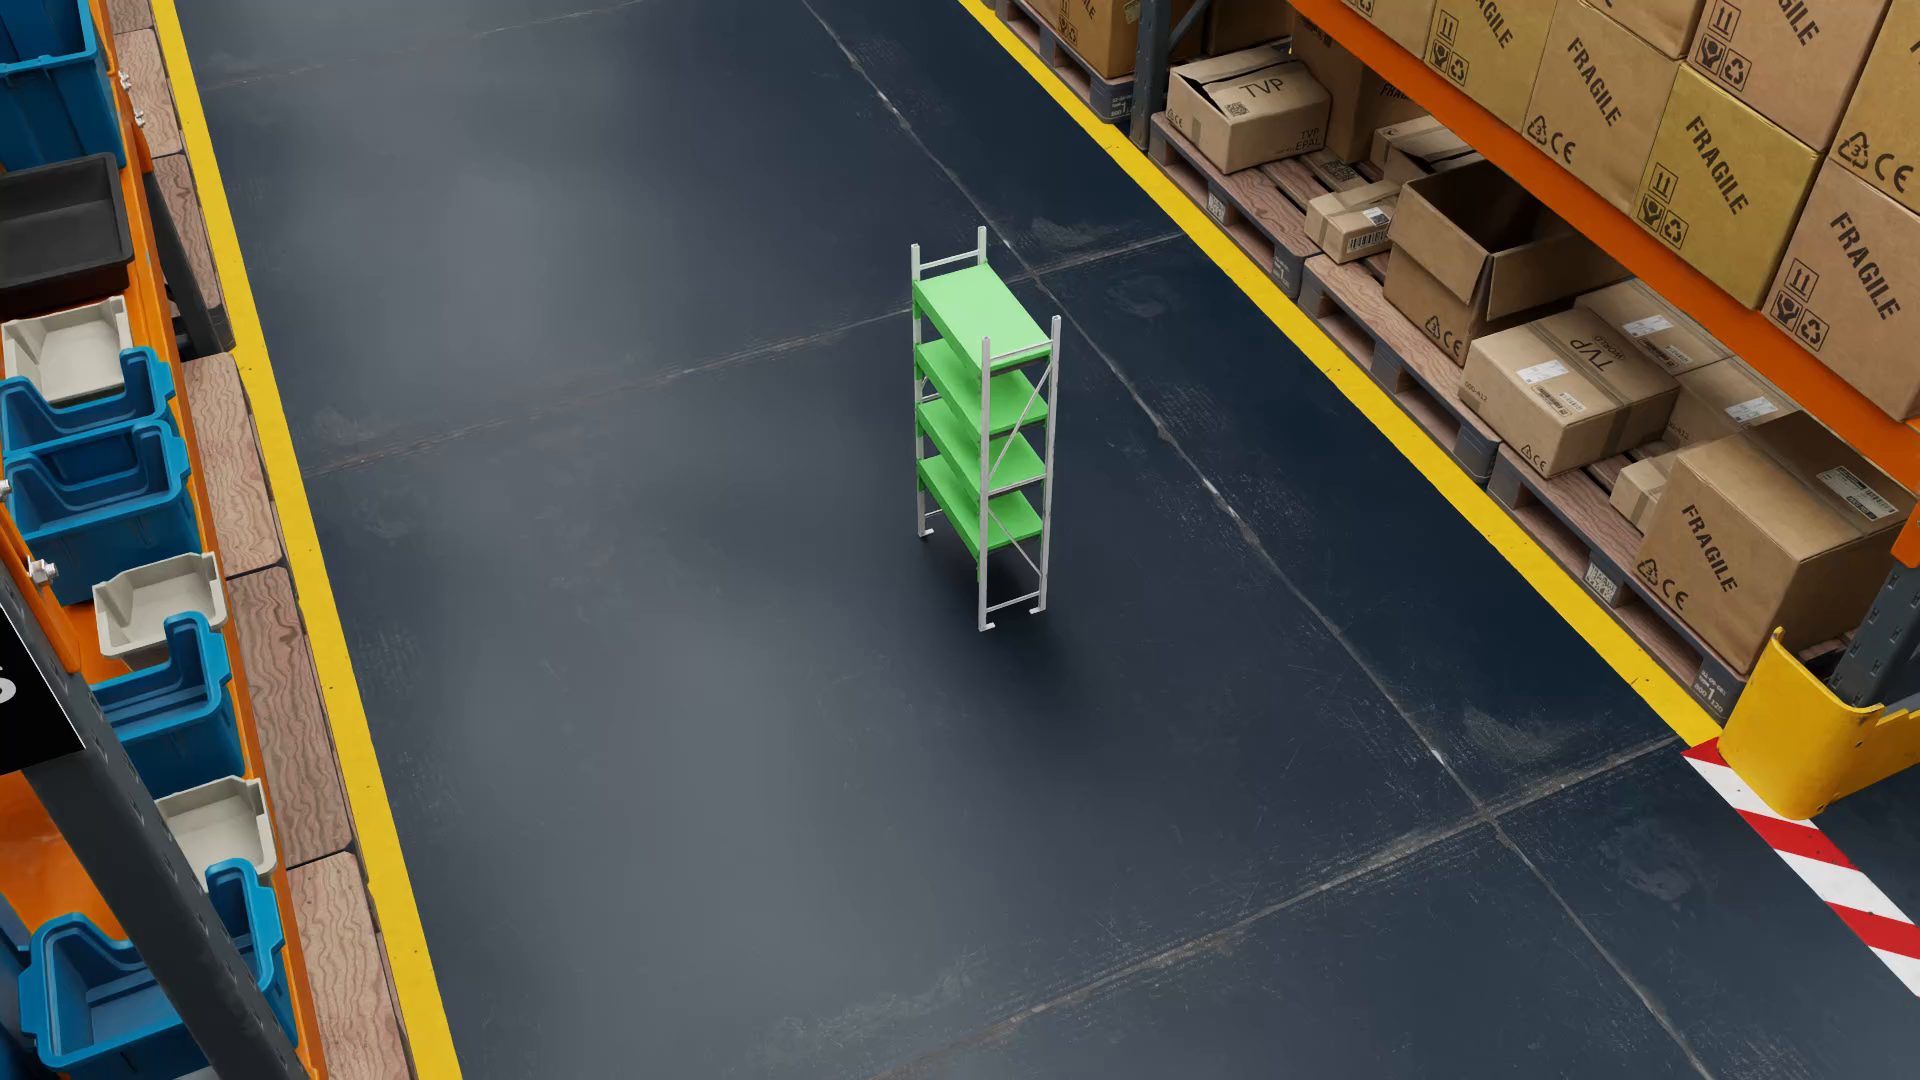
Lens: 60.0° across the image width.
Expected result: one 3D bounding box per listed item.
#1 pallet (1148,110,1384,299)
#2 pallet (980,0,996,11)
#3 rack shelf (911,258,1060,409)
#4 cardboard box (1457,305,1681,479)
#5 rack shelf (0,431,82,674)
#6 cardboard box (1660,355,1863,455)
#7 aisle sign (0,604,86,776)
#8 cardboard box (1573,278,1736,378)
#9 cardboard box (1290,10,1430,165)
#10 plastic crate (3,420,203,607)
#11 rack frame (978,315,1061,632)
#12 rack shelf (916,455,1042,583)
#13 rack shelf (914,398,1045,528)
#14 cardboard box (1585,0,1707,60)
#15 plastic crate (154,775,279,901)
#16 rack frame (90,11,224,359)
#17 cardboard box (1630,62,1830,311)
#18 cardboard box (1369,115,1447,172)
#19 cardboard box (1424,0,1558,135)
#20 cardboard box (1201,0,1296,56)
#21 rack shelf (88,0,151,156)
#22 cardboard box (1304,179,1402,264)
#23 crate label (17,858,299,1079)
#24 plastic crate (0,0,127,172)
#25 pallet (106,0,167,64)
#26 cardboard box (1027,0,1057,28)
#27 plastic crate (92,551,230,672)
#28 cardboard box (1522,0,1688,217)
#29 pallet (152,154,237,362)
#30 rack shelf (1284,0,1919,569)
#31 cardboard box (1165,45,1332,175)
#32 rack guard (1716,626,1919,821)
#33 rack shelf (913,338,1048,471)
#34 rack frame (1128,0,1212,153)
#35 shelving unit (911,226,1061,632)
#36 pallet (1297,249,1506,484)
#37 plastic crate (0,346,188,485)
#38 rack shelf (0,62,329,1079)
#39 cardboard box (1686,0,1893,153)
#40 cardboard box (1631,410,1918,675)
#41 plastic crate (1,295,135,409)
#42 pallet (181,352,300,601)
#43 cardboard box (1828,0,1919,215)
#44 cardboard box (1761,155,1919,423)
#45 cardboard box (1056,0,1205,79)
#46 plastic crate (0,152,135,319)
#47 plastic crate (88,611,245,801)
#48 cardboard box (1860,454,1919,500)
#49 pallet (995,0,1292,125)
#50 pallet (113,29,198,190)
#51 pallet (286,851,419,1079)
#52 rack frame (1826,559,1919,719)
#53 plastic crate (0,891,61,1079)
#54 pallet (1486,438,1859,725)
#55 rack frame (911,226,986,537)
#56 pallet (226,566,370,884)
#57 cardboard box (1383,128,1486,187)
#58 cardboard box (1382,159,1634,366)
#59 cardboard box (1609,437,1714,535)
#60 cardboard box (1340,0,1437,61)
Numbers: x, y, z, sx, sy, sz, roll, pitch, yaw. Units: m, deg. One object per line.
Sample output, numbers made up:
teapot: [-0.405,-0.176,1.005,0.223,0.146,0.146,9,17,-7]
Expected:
pallet: [1.539,-1.576,7.197,1.003,0.211,1.213,-18,47,-17]
pallet: [0.358,-3.299,8.943,1.003,0.211,1.213,-18,47,-17]
rack shelf: [0.070,-0.618,4.929,0.258,0.148,0.480,-18,47,-17]
cardboard box: [2.109,-0.523,5.789,0.500,0.250,0.500,-18,47,-17]
rack shelf: [-2.404,-1.083,3.088,1.077,0.370,4.000,-18,47,-17]
cardboard box: [2.751,-0.384,5.648,0.500,0.250,0.500,-18,47,-17]
aisle sign: [-1.263,0.036,1.727,0.394,0.787,0.004,-18,47,-17]
cardboard box: [2.541,-0.702,5.971,0.500,0.250,0.500,-18,47,-17]
cardboard box: [1.748,-1.994,7.101,0.500,0.500,0.500,-18,47,-17]
plastic crate: [-1.922,-0.052,3.744,0.416,0.233,0.300,-18,47,-17]
rack frame: [0.172,-0.166,5.064,0.240,1.200,0.015,-18,47,-17]
rack shelf: [0.070,-0.105,5.435,0.258,0.148,0.480,-18,47,-17]
rack shelf: [0.070,-0.276,5.267,0.258,0.148,0.480,-18,47,-17]
cardboard box: [2.061,-1.702,4.556,0.500,0.500,0.500,-17,47,-16]
plastic crate: [-1.428,0.592,3.159,0.250,0.136,0.298,-18,47,-17]
rack frame: [-3.245,-1.546,5.181,1.000,3.000,0.127,-18,47,-17]
cardboard box: [2.276,-1.027,4.584,0.500,0.500,0.500,-18,47,-17]
cardboard box: [1.960,-1.647,7.000,0.380,0.149,0.250,-18,47,-17]
cardboard box: [1.860,-1.668,5.234,0.500,0.500,0.500,-19,48,-18]
cardboard box: [1.269,-2.653,7.770,0.500,0.500,0.500,-20,48,-19]
rack shelf: [-4.086,-2.564,6.725,1.077,0.370,4.000,-18,47,-17]
cardboard box: [1.604,-1.275,6.610,0.380,0.166,0.250,-18,47,-17]
crate label: [-1.368,0.787,2.893,0.416,0.233,0.303,-18,47,-17]
plastic crate: [-2.739,-1.365,4.966,0.392,0.384,0.575,-18,47,-17]
pallet: [-4.557,-2.612,8.247,1.003,0.211,1.213,-18,47,-17]
cardboard box: [0.583,-2.820,7.939,0.500,0.500,0.500,-18,47,-17]
plastic crate: [-1.713,0.160,3.597,0.250,0.136,0.298,-18,47,-17]
cardboard box: [2.071,-1.347,4.908,0.500,0.500,0.500,-18,47,-17]
pallet: [-3.531,-1.057,6.671,1.003,0.211,1.213,-18,47,-17]
rack shelf: [2.092,-1.476,5.622,1.077,0.370,4.000,-18,47,-17]
cardboard box: [1.231,-1.874,7.115,0.500,0.311,0.500,-18,47,-17]
rack guard: [2.901,0.384,5.005,1.175,0.500,0.348,-18,47,-17]
rack shelf: [0.070,-0.447,5.098,0.258,0.148,0.480,-18,47,-17]
rack frame: [1.251,-3.006,6.661,1.000,3.000,0.127,-18,47,-17]
shelving unit: [0.070,-0.322,5.222,0.258,1.200,0.503,-18,47,-17]
pallet: [2.056,-0.797,6.408,1.003,0.211,1.213,-18,47,-17]
plastic crate: [-2.048,-0.243,3.937,0.416,0.233,0.300,-18,47,-17]
rack shelf: [-2.404,-0.015,4.142,1.077,0.370,4.000,-18,47,-17]
cardboard box: [2.283,-1.373,4.222,0.500,0.500,0.500,-17,47,-16]
cardboard box: [2.481,0.002,5.078,0.500,0.500,0.500,-18,47,-17]
plastic crate: [-2.240,-0.452,4.218,0.293,0.136,0.466,-18,47,-17]
pallet: [-2.900,-0.096,5.697,1.003,0.211,1.213,-18,47,-17]
cardboard box: [2.496,-1.051,3.896,0.500,0.500,0.500,-18,48,-18]
cardboard box: [2.498,-0.698,4.250,0.500,0.500,0.500,-17,47,-16]
cardboard box: [0.783,-2.503,7.617,0.500,0.500,0.500,-18,47,-18]
plastic crate: [-2.530,-0.835,4.614,0.437,0.125,0.590,-18,47,-17]
plastic crate: [-1.645,0.368,3.318,0.416,0.233,0.300,-18,47,-17]
cardboard box: [2.964,-0.133,5.453,0.380,0.166,0.250,-18,47,-17]
pallet: [0.875,-2.521,8.154,1.003,0.211,1.213,-18,47,-17]
pallet: [-4.048,-1.836,7.460,1.003,0.211,1.213,-18,47,-17]
pallet: [-1.874,1.459,4.121,1.003,0.211,1.213,-18,47,-17]
rack frame: [2.933,-0.457,4.078,1.000,3.000,0.127,-18,47,-17]
plastic crate: [-1.873,0.811,2.724,0.616,0.435,0.499,-18,47,-17]
pallet: [2.565,-0.021,5.621,1.003,0.211,1.213,-18,47,-17]
rack frame: [-0.033,-0.477,5.379,0.240,1.200,0.015,-18,47,-17]
pallet: [-2.384,0.683,4.908,1.003,0.211,1.213,-18,47,-17]
cardboard box: [2.063,-1.448,6.683,0.500,0.311,0.500,-18,47,-17]
cardboard box: [2.046,-1.078,6.171,0.797,0.503,0.637,-18,47,-17]
cardboard box: [2.392,-0.164,5.484,0.380,0.166,0.250,-18,47,-17]
cardboard box: [1.645,-1.992,5.562,0.500,0.500,0.500,-18,47,-18]
